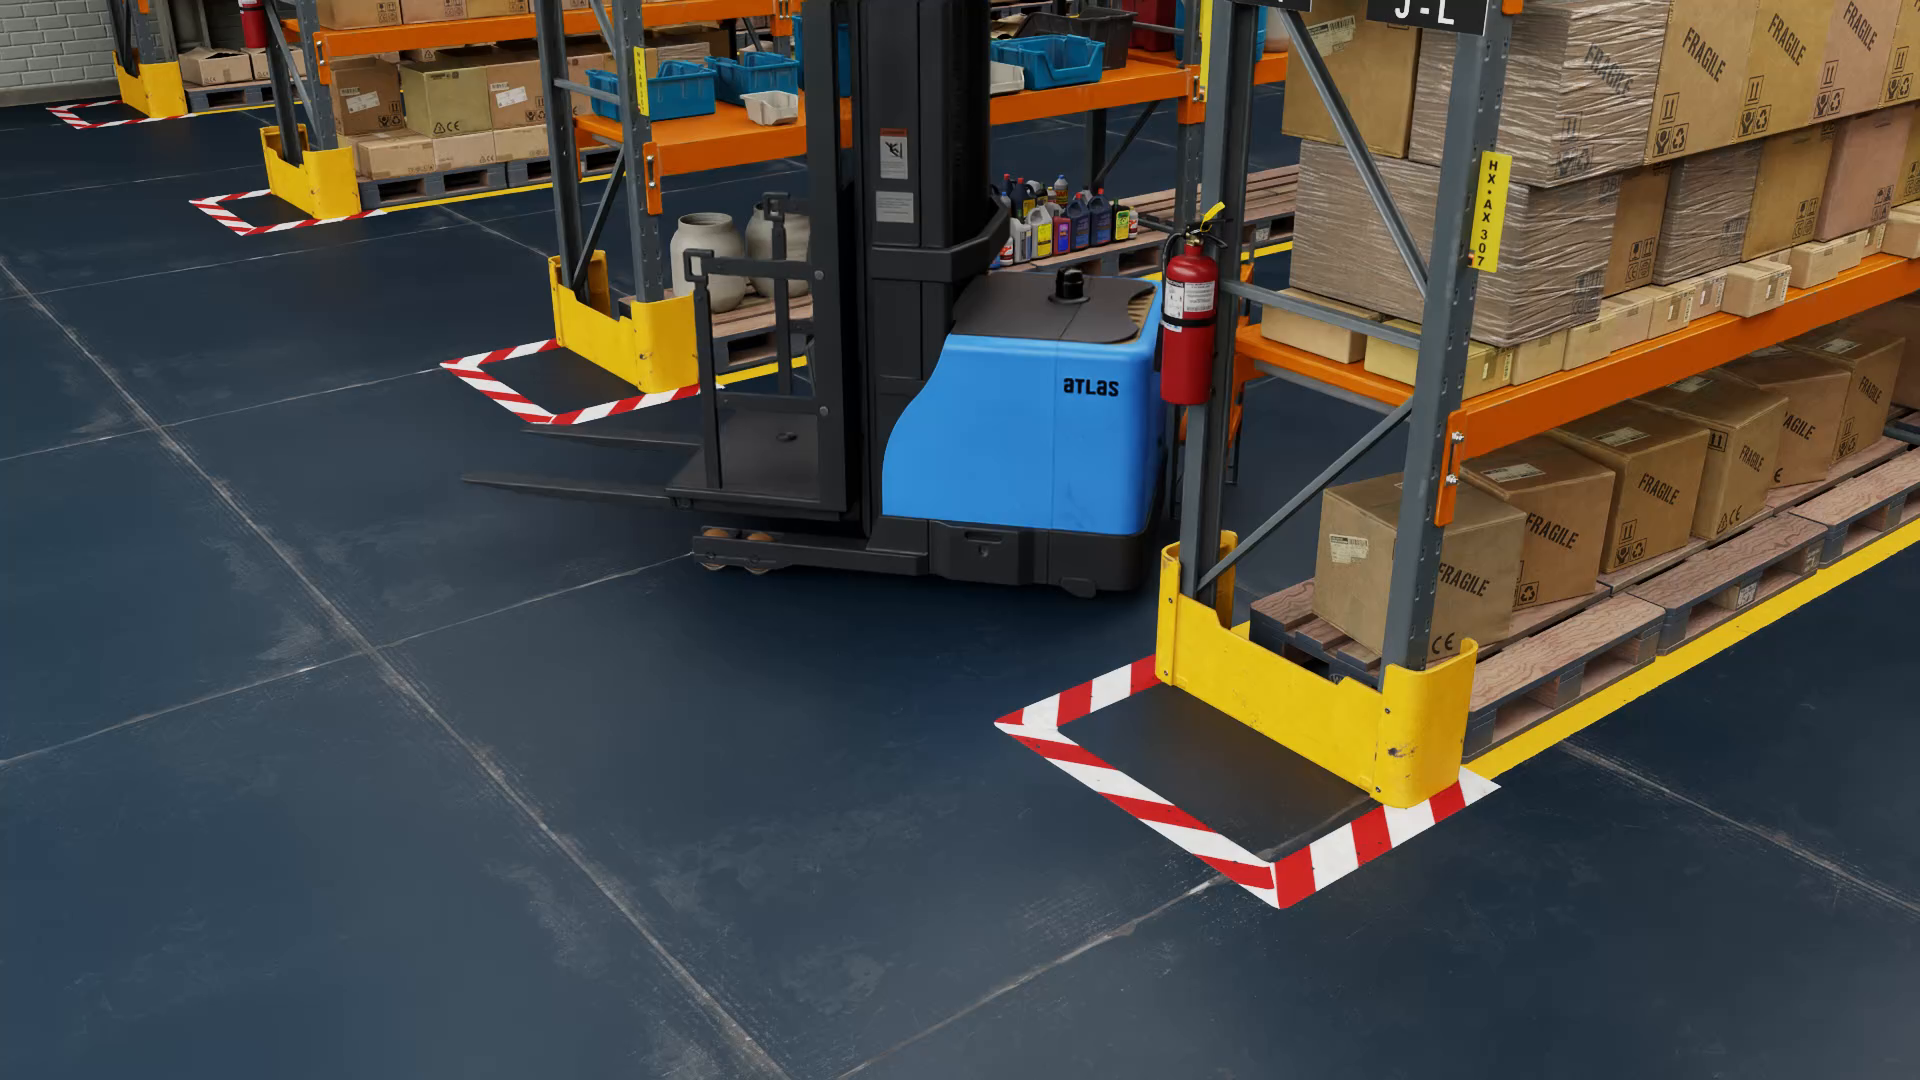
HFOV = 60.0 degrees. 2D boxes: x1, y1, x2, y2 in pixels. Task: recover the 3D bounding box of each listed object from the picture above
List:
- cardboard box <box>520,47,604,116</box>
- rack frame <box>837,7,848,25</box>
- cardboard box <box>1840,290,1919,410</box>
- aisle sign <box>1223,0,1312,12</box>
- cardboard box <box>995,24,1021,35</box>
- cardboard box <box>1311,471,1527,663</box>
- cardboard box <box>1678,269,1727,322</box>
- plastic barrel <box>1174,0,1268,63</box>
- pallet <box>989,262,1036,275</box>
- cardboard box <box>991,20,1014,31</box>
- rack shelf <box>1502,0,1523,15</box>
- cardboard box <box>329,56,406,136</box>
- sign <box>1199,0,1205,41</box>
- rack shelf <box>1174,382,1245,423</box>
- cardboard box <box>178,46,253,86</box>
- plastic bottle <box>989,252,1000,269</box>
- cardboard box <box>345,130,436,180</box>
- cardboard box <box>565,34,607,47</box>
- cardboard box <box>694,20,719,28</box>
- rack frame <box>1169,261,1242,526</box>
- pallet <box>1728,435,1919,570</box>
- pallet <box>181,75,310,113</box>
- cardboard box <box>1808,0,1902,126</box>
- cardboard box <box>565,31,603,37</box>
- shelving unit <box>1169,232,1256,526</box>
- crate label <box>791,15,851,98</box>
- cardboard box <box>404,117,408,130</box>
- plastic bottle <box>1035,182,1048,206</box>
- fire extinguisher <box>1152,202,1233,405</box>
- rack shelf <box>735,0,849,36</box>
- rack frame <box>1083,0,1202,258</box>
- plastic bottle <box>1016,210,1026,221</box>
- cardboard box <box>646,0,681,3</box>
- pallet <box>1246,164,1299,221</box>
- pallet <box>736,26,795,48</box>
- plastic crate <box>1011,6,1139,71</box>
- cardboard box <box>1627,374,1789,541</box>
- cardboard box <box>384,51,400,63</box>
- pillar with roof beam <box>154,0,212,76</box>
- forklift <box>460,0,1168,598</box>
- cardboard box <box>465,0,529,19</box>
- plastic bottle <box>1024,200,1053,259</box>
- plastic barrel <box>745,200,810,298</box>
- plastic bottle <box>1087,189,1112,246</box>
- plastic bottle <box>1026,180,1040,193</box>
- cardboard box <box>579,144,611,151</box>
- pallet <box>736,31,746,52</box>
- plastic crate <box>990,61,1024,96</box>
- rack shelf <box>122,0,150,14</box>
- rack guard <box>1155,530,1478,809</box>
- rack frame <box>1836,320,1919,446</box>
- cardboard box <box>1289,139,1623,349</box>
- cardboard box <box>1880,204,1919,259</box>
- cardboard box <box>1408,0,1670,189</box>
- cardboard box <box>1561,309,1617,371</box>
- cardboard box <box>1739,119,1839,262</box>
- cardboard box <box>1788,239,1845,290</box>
[{"bbox_3d":[-3.234,-3.720,13.578,0.500,0.500,0.500,-18,31,-34],"label":"cardboard box"},{"bbox_3d":[-1.740,-7.700,20.278,0.127,3.000,1.000,-18,31,-34],"label":"rack frame"},{"bbox_3d":[4.778,-0.956,8.194,0.500,0.500,0.700,-21,32,-38],"label":"cardboard box"},{"bbox_3d":[0.900,-1.962,4.825,0.004,0.787,0.394,-18,31,-34],"label":"aisle sign"},{"bbox_3d":[0.654,-4.903,16.352,0.500,0.311,0.500,-19,31,-35],"label":"cardboard box"},{"bbox_3d":[1.636,0.088,5.969,0.500,0.500,0.500,-12,28,-25],"label":"cardboard box"},{"bbox_3d":[2.485,-0.907,5.940,0.250,0.149,0.380,-18,31,-34],"label":"cardboard box"},{"bbox_3d":[1.717,-3.606,10.862,0.708,0.901,0.600,-18,31,-34],"label":"plastic barrel"},{"bbox_3d":[-0.289,-1.635,10.522,1.213,0.211,1.003,-18,31,-34],"label":"pallet"},{"bbox_3d":[0.318,-5.080,16.733,0.500,0.311,0.500,-19,31,-35],"label":"cardboard box"},{"bbox_3d":[2.708,-2.253,5.833,4.000,0.370,1.077,-18,31,-34],"label":"rack shelf"},{"bbox_3d":[-4.737,-3.503,13.111,0.500,0.500,0.500,-18,31,-34],"label":"cardboard box"},{"bbox_3d":[1.556,-3.319,10.510,0.005,0.325,0.100,-18,31,-34],"label":"sign"},{"bbox_3d":[1.119,-0.661,7.409,0.258,0.148,0.480,7,26,14],"label":"rack shelf"},{"bbox_3d":[-7.435,-4.752,16.597,0.500,0.311,0.500,-23,33,-40],"label":"cardboard box"},{"bbox_3d":[0.205,-1.837,10.364,0.097,0.271,0.097,0,25,0],"label":"plastic bottle"},{"bbox_3d":[-4.416,-2.991,12.898,0.500,0.250,0.500,-18,31,-34],"label":"cardboard box"},{"bbox_3d":[-3.173,-4.028,14.242,0.500,0.500,0.500,-18,31,-34],"label":"cardboard box"},{"bbox_3d":[-3.125,-6.328,19.768,0.500,0.500,0.700,-18,31,-34],"label":"cardboard box"},{"bbox_3d":[1.053,-0.623,7.168,0.240,1.200,0.015,7,26,14],"label":"rack frame"},{"bbox_3d":[3.775,-0.287,7.618,1.213,0.211,1.003,-18,31,-34],"label":"pallet"},{"bbox_3d":[-7.314,-4.576,16.859,1.213,0.211,1.003,-18,31,-34],"label":"pallet"},{"bbox_3d":[2.915,-1.775,5.852,0.500,0.500,0.500,-18,31,-34],"label":"cardboard box"},{"bbox_3d":[-4.319,-5.923,18.896,0.500,0.500,0.700,-17,30,-32],"label":"cardboard box"},{"bbox_3d":[1.119,-0.722,7.381,0.258,1.200,0.503,7,26,14],"label":"shelving unit"},{"bbox_3d":[-0.641,-2.924,9.944,0.616,0.435,0.502,-18,31,-34],"label":"crate label"},{"bbox_3d":[-4.350,-3.296,13.556,0.500,0.250,0.500,-18,31,-34],"label":"cardboard box"},{"bbox_3d":[0.533,-2.281,11.305,0.133,0.283,0.061,-18,31,-34],"label":"plastic bottle"},{"bbox_3d":[0.760,-0.787,5.474,0.183,0.674,0.296,-18,31,-34],"label":"fire extinguisher"},{"bbox_3d":[-0.254,-5.214,15.776,4.000,0.370,1.077,-18,31,-34],"label":"rack shelf"},{"bbox_3d":[1.226,-3.379,10.967,0.127,3.000,1.000,-18,31,-34],"label":"rack frame"},{"bbox_3d":[0.408,-1.977,10.651,0.133,0.283,0.061,-18,31,-34],"label":"plastic bottle"},{"bbox_3d":[-2.584,-4.810,13.931,0.500,0.500,0.700,-19,31,-35],"label":"cardboard box"},{"bbox_3d":[2.780,-2.650,12.708,1.213,0.211,1.003,-18,31,-34],"label":"pallet"},{"bbox_3d":[-2.356,-6.233,20.429,1.213,0.211,1.003,-18,31,-34],"label":"pallet"},{"bbox_3d":[0.735,-3.257,10.778,0.504,0.338,0.767,-18,31,-34],"label":"plastic crate"},{"bbox_3d":[3.056,-0.366,6.945,0.500,0.500,0.500,-22,33,-38],"label":"cardboard box"},{"bbox_3d":[-6.159,-5.158,17.666,0.250,0.149,0.380,-21,32,-38],"label":"cardboard box"},{"bbox_3d":[-5.362,-7.385,12.474,0.400,9.000,9.100,-18,31,-34],"label":"pillar with roof beam"},{"bbox_3d":[-0.650,-1.400,6.785,3.031,2.935,1.130,5,25,11],"label":"forklift"},{"bbox_3d":[-3.796,-4.409,13.069,0.500,0.500,0.700,-18,30,-34],"label":"cardboard box"},{"bbox_3d":[0.491,-1.980,10.578,0.185,0.351,0.144,-18,31,-34],"label":"plastic bottle"},{"bbox_3d":[-1.057,-1.728,9.867,0.421,0.512,0.421,0,25,0],"label":"plastic barrel"},{"bbox_3d":[0.897,-2.114,10.866,0.185,0.351,0.144,-19,31,-35],"label":"plastic bottle"},{"bbox_3d":[0.467,-2.312,11.382,0.135,0.276,0.152,-17,30,-32],"label":"plastic bottle"},{"bbox_3d":[-3.235,-3.380,13.737,0.500,0.250,0.500,-18,31,-34],"label":"cardboard box"},{"bbox_3d":[-3.315,-5.917,19.749,1.213,0.211,1.003,-18,31,-34],"label":"pallet"},{"bbox_3d":[0.104,-2.754,9.933,0.437,0.136,0.530,-18,31,-34],"label":"plastic crate"},{"bbox_3d":[-6.462,-5.815,17.071,4.000,0.370,1.077,-18,31,-34],"label":"rack shelf"},{"bbox_3d":[1.194,0.415,5.762,0.348,0.500,1.175,-18,31,-34],"label":"rack guard"},{"bbox_3d":[4.282,-1.738,7.432,0.127,3.000,1.000,-18,31,-34],"label":"rack frame"},{"bbox_3d":[1.584,-1.013,5.398,0.500,0.500,0.875,-18,31,-34],"label":"cardboard box"},{"bbox_3d":[3.730,-1.262,6.705,0.250,0.149,0.380,-18,31,-34],"label":"cardboard box"},{"bbox_3d":[1.735,-1.386,5.012,0.500,0.500,0.500,-18,31,-34],"label":"cardboard box"},{"bbox_3d":[1.920,-0.699,5.491,0.250,0.149,0.380,-18,31,-34],"label":"cardboard box"},{"bbox_3d":[2.724,-1.424,6.284,0.500,0.500,0.875,-18,31,-34],"label":"cardboard box"},{"bbox_3d":[3.105,-1.086,6.326,0.250,0.149,0.380,-18,31,-34],"label":"cardboard box"}]
